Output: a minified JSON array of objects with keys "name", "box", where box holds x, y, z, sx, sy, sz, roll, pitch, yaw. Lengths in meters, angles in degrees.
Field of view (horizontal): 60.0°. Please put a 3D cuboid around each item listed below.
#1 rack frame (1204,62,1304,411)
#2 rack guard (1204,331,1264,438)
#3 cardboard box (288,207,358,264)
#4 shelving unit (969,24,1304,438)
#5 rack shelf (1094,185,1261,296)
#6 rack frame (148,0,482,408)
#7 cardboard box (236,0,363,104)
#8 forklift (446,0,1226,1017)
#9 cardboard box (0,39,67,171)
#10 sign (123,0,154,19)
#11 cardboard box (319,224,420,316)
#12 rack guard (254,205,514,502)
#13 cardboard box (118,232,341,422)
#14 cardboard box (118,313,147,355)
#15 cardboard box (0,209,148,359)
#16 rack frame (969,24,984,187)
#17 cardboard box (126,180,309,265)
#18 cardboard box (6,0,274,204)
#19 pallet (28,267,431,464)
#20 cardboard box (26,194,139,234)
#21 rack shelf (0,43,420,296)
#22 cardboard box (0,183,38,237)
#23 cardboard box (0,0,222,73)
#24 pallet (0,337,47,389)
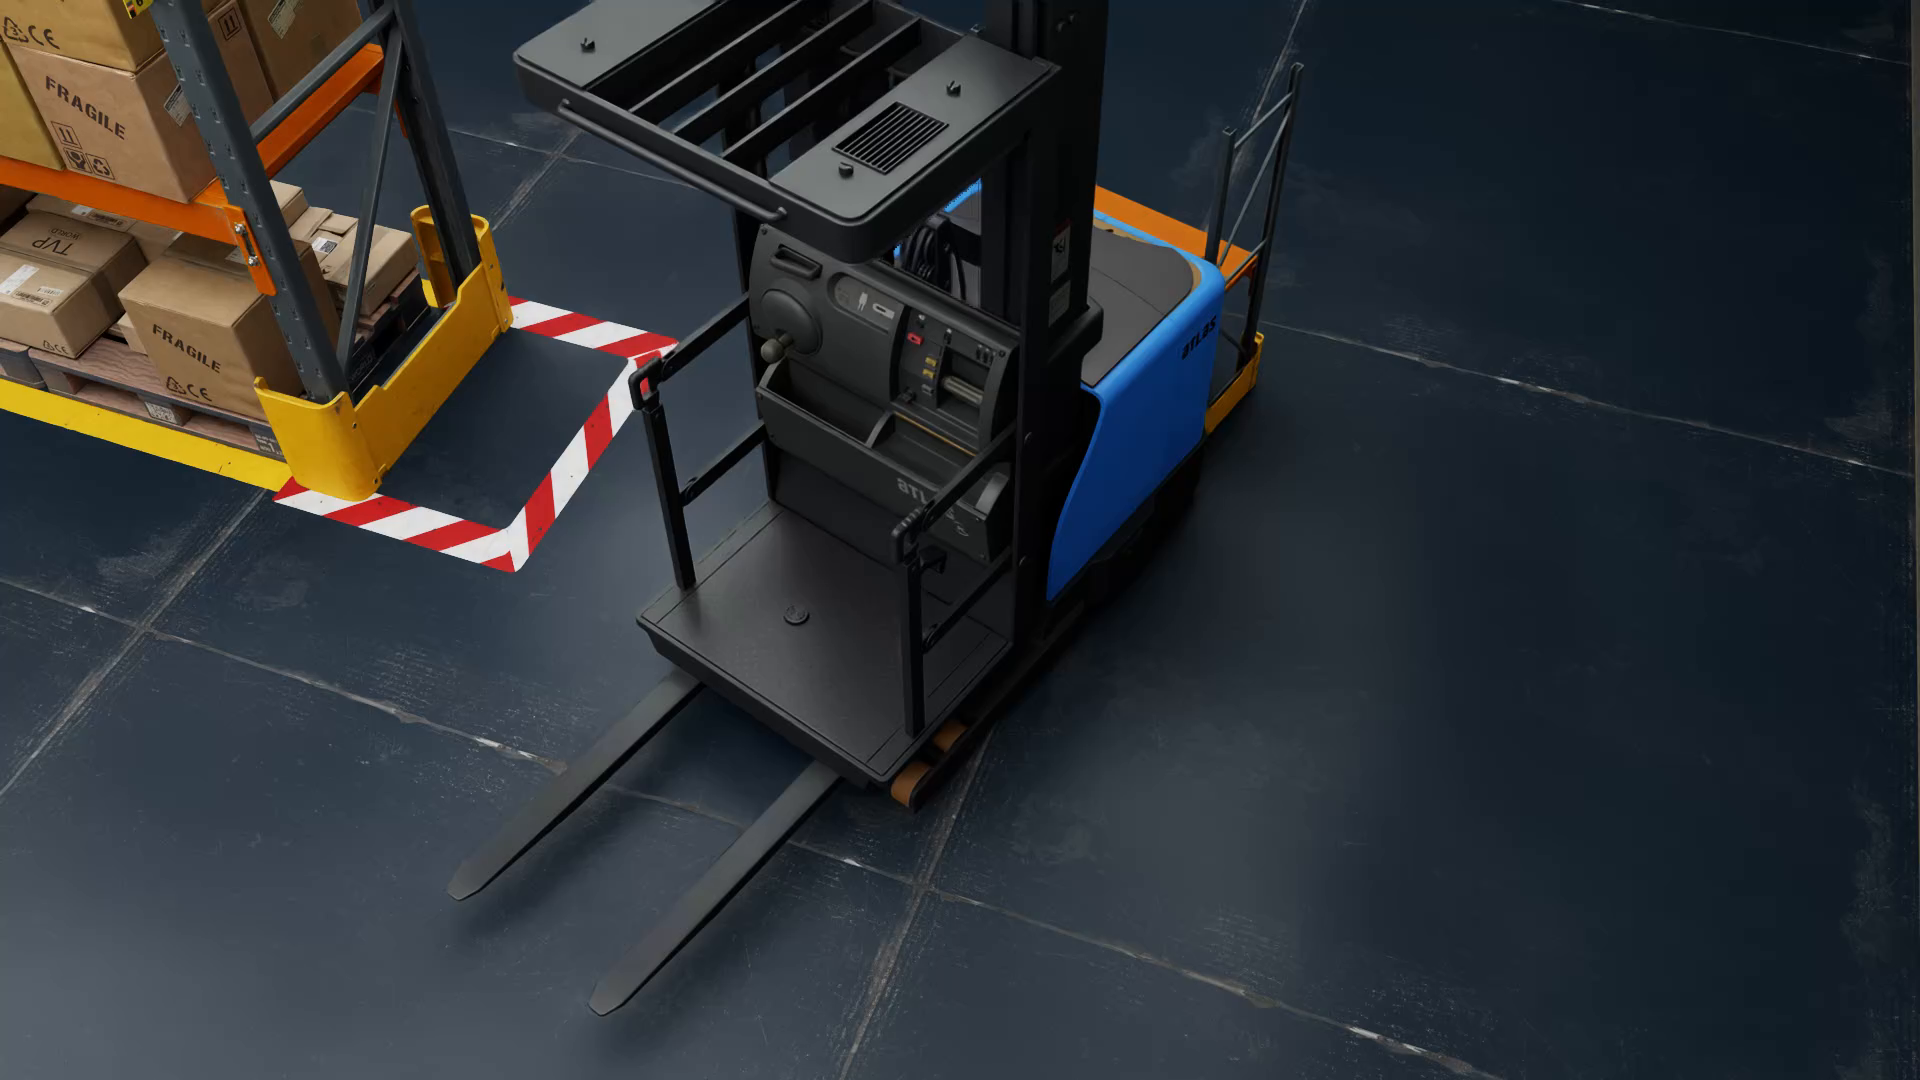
[{"name":"rack frame","box":[1.013,-0.981,6.107,0.032,1.500,0.500,29,55,23]},{"name":"rack guard","box":[1.011,-0.572,6.579,0.087,0.250,0.587,29,55,23]},{"name":"cardboard box","box":[-2.677,-1.189,6.879,0.250,0.166,0.380,16,51,13]},{"name":"shelving unit","box":[0.611,-1.205,6.301,1.083,1.500,0.587,29,55,23]},{"name":"rack shelf","box":[0.604,-1.091,6.440,1.000,0.185,0.538,29,55,23]},{"name":"rack frame","box":[-2.169,-1.554,5.612,0.127,3.000,1.000,16,51,13]},{"name":"cardboard box","box":[-2.493,-1.890,5.837,0.500,0.500,0.500,17,51,14]},{"name":"forklift","box":[-0.375,-0.508,4.751,1.130,2.935,3.031,30,55,23]},{"name":"cardboard box","box":[-3.171,-1.645,5.624,0.500,0.500,0.500,16,51,13]},{"name":"sign","box":[-2.380,-1.649,4.719,0.005,0.325,0.100,16,51,13]},{"name":"cardboard box","box":[-2.442,-1.118,6.829,0.250,0.149,0.380,16,51,13]},{"name":"rack guard","box":[-2.240,-0.755,6.574,0.348,0.500,1.175,16,51,13]},{"name":"cardboard box","box":[-2.764,-0.847,6.362,0.500,0.500,0.500,16,51,13]},{"name":"cardboard box","box":[-3.113,-0.908,6.636,0.250,0.166,0.380,16,51,13]},{"name":"cardboard box","box":[-3.645,-1.035,6.691,0.500,0.250,0.500,16,51,13]},{"name":"rack frame","box":[0.195,-1.438,6.502,0.032,1.500,0.500,29,55,23]},{"name":"cardboard box","box":[-3.049,-1.272,6.896,0.500,0.250,0.500,16,51,13]},{"name":"cardboard box","box":[-2.683,-1.511,5.509,0.500,0.500,0.500,17,51,14]},{"name":"pallet","box":[-2.988,-0.869,6.863,1.213,0.211,1.003,16,51,13]},{"name":"cardboard box","box":[-3.518,-1.403,7.009,0.500,0.250,0.500,16,51,13]},{"name":"rack shelf","box":[-4.045,-1.842,6.338,4.000,0.370,1.077,16,51,13]},{"name":"cardboard box","box":[-4.157,-1.440,6.874,0.637,0.503,0.797,16,51,13]},{"name":"cardboard box","box":[-2.681,-1.836,5.128,0.500,0.500,0.500,15,51,13]},{"name":"pallet","box":[-4.129,-1.189,7.141,1.213,0.211,1.003,16,51,13]}]
